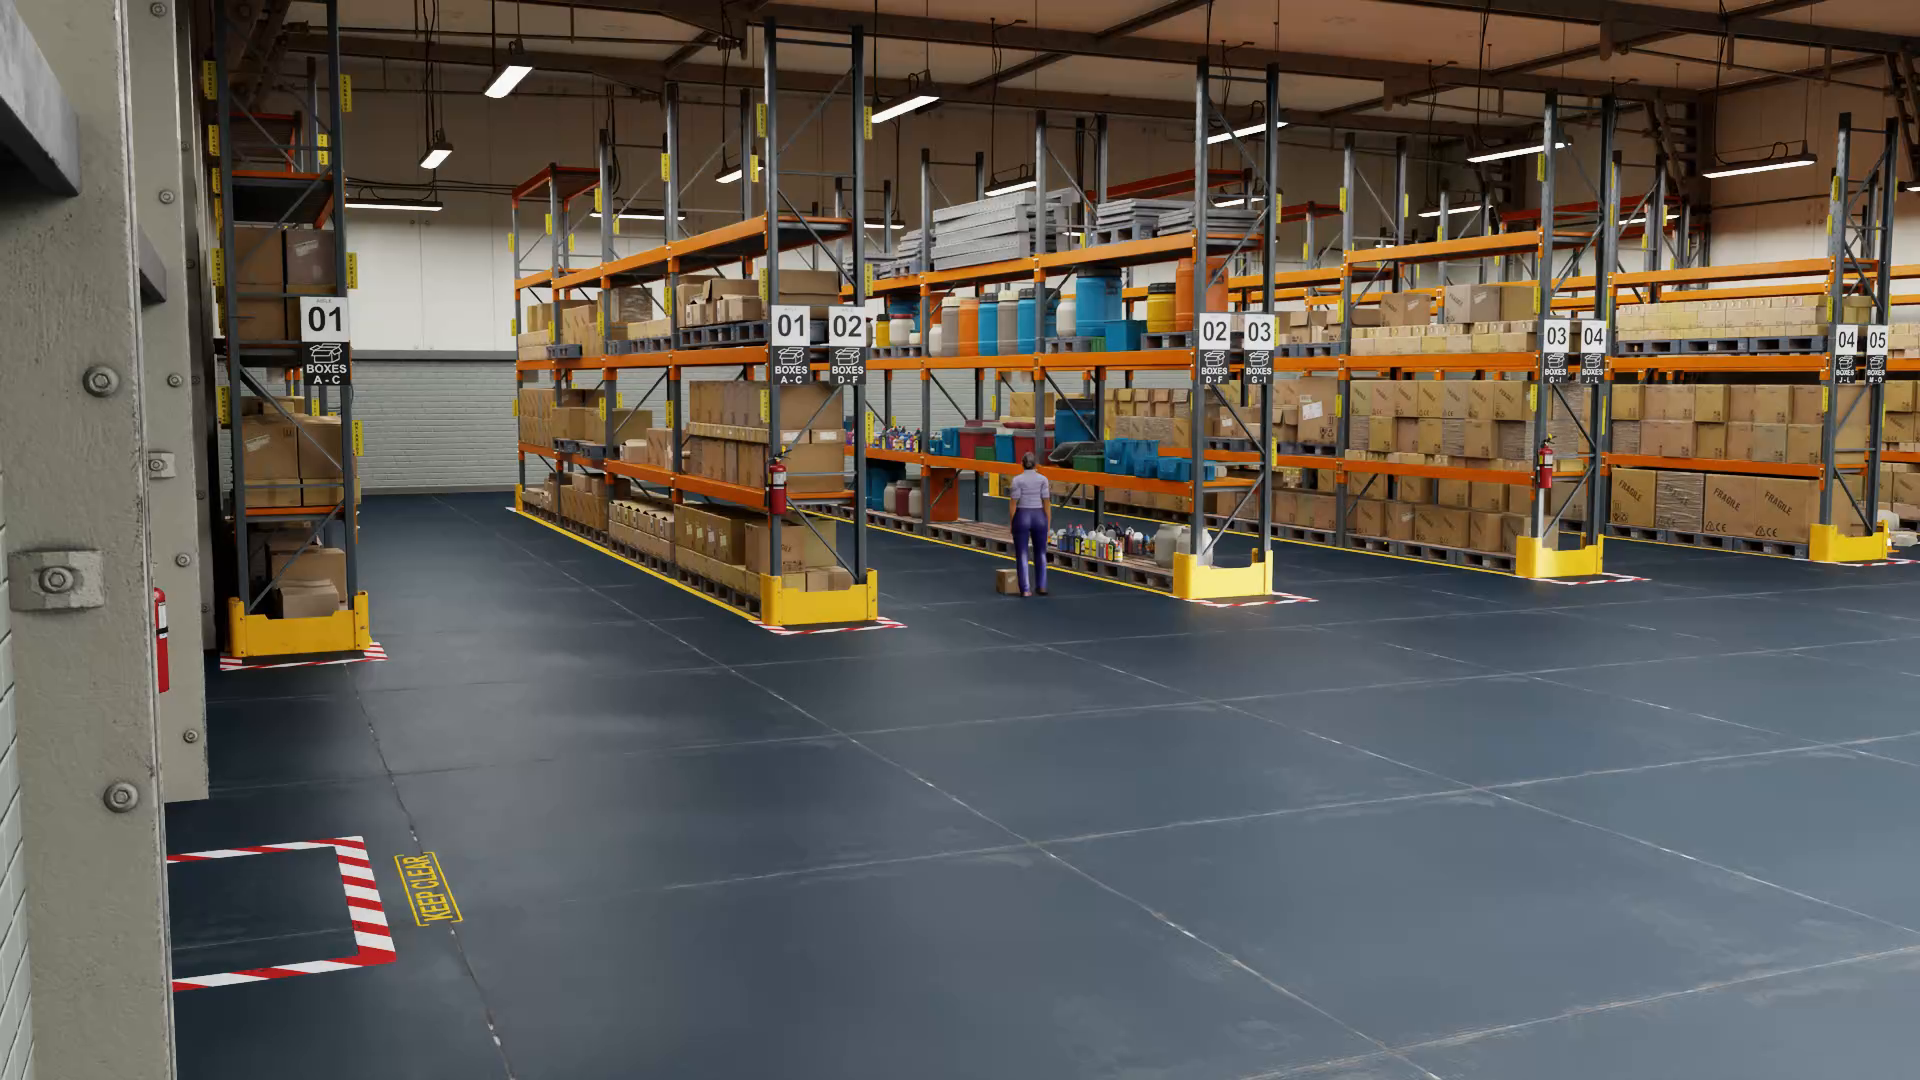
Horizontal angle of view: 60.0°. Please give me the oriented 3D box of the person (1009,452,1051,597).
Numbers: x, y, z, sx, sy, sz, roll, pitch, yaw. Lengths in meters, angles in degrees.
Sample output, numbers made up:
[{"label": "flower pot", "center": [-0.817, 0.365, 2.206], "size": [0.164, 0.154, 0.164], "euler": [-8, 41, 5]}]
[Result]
[{"label": "person", "center": [0.767, -0.188, 18.981], "size": [0.487, 1.643, 0.584], "euler": [-1, 6, -10]}]
